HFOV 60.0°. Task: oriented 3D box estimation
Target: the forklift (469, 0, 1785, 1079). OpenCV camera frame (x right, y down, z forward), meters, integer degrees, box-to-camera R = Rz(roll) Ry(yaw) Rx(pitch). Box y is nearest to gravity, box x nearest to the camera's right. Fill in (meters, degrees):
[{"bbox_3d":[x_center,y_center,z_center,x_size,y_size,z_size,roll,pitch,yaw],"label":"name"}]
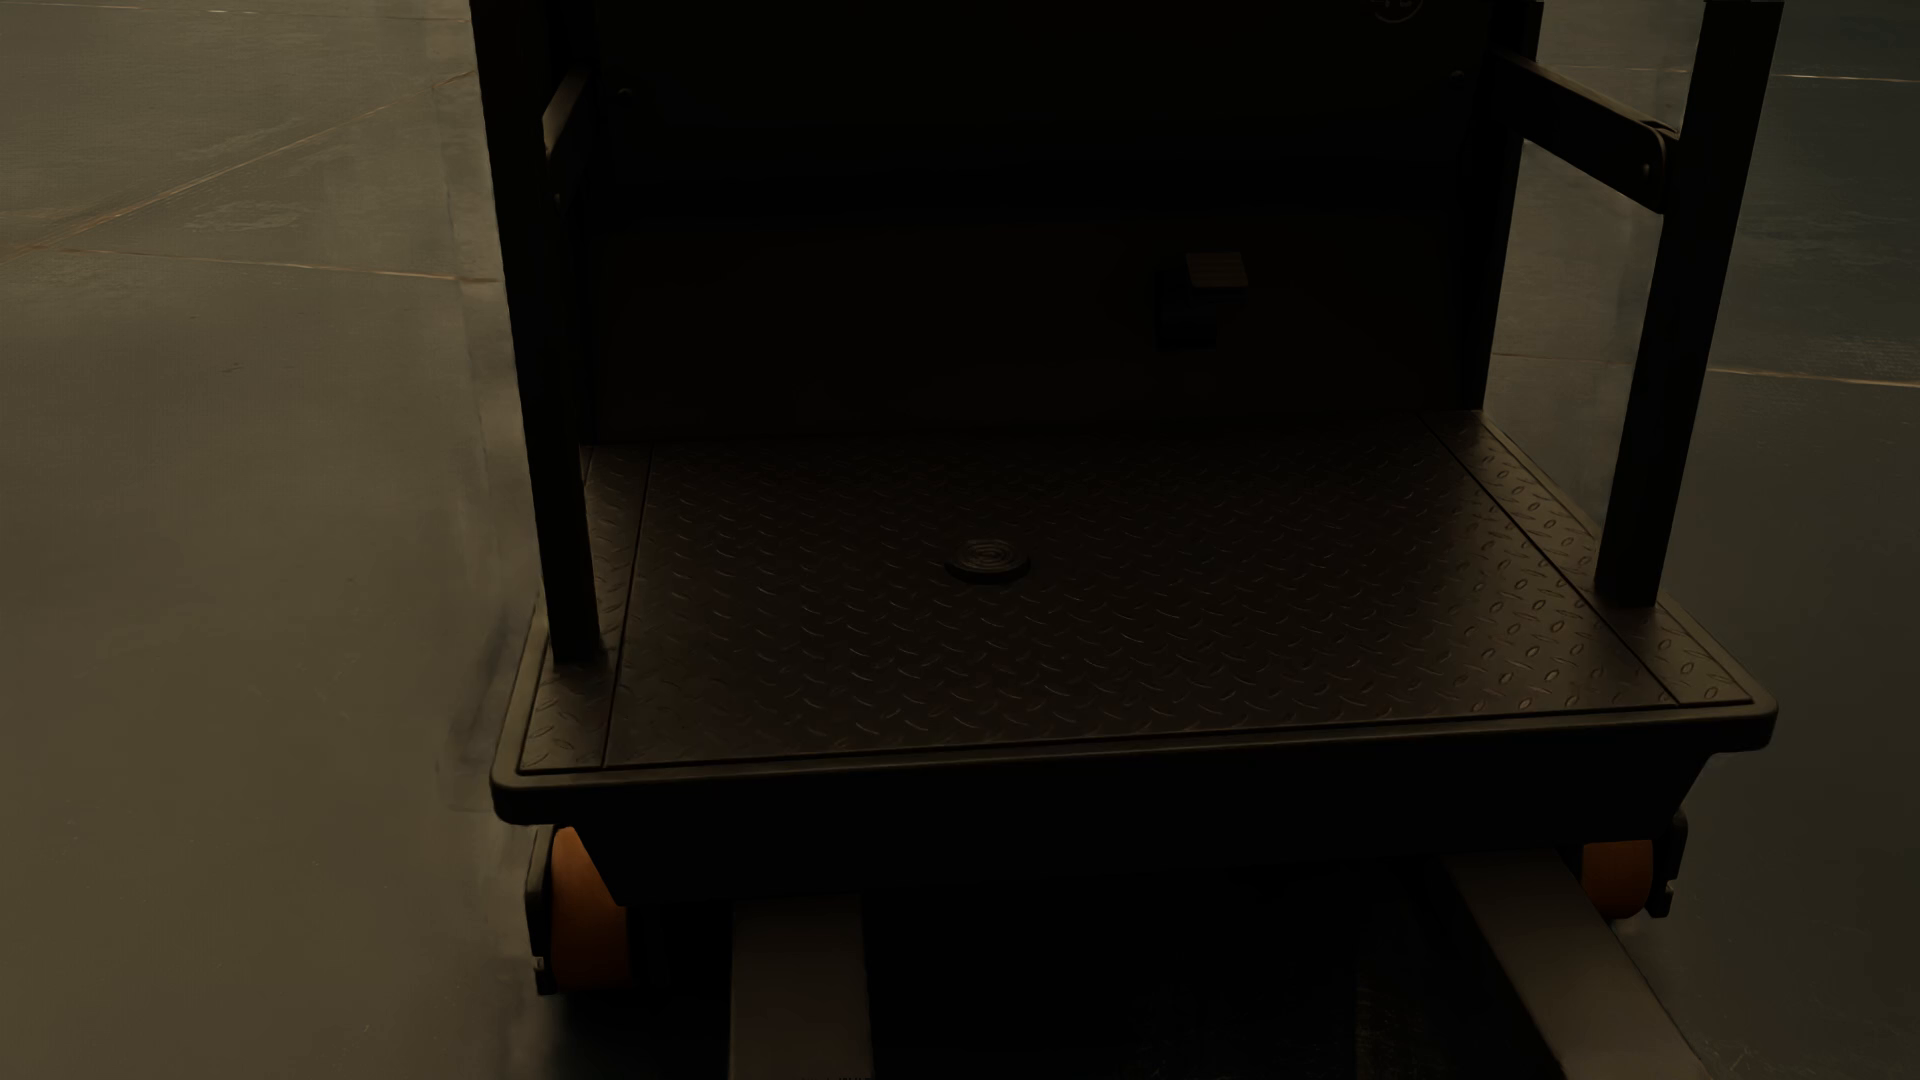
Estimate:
[{"bbox_3d":[0.117,-1.030,1.288,1.130,2.935,3.031,-3,27,-5],"label":"forklift"}]
